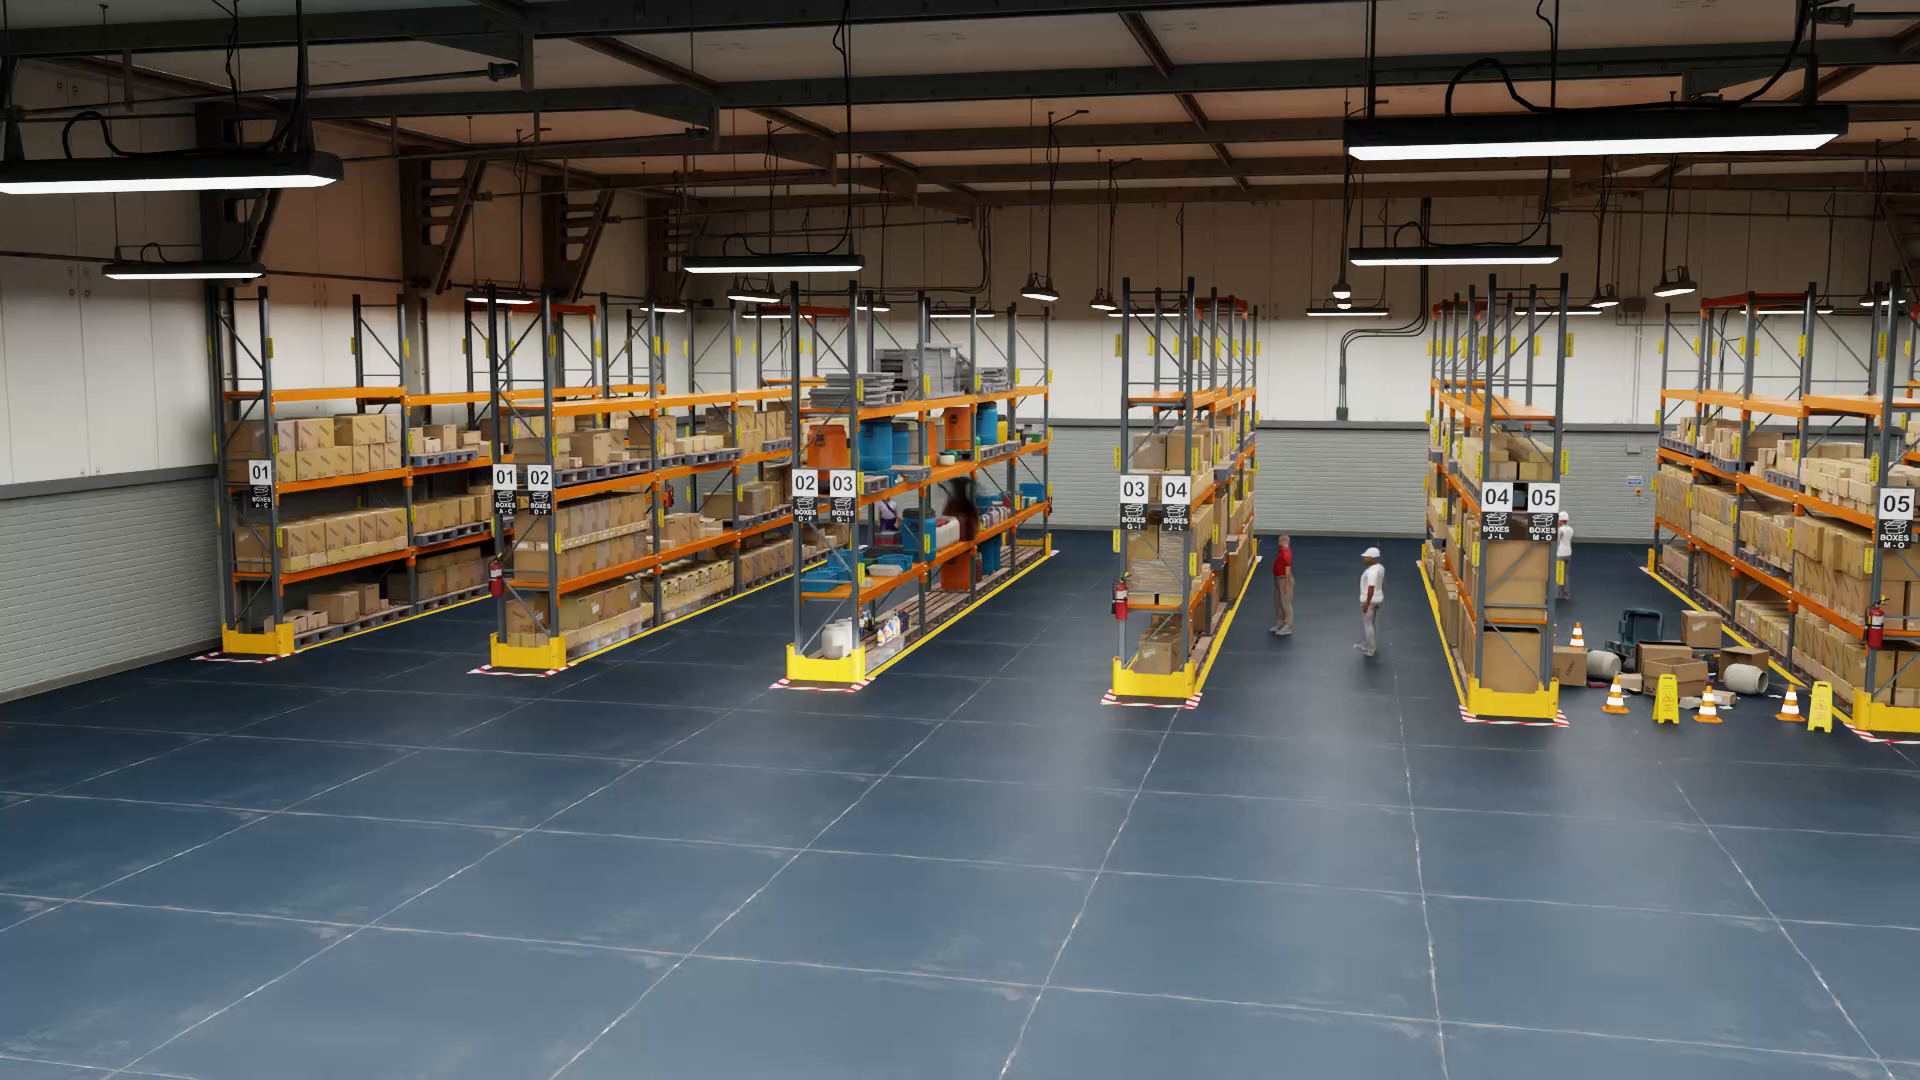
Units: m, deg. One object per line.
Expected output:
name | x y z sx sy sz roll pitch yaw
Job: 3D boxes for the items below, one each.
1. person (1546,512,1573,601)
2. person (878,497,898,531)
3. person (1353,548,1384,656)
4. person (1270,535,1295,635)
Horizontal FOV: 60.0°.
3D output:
person | 11.977 0.320 33.225 0.583 1.777 0.378 -4 8 -29
person | -1.740 -0.401 40.086 0.520 1.600 0.952 1 7 8
person | 6.702 0.991 27.414 0.576 1.763 0.634 -6 9 -43
person | 5.694 0.773 29.336 0.383 1.737 0.569 -1 7 -10
